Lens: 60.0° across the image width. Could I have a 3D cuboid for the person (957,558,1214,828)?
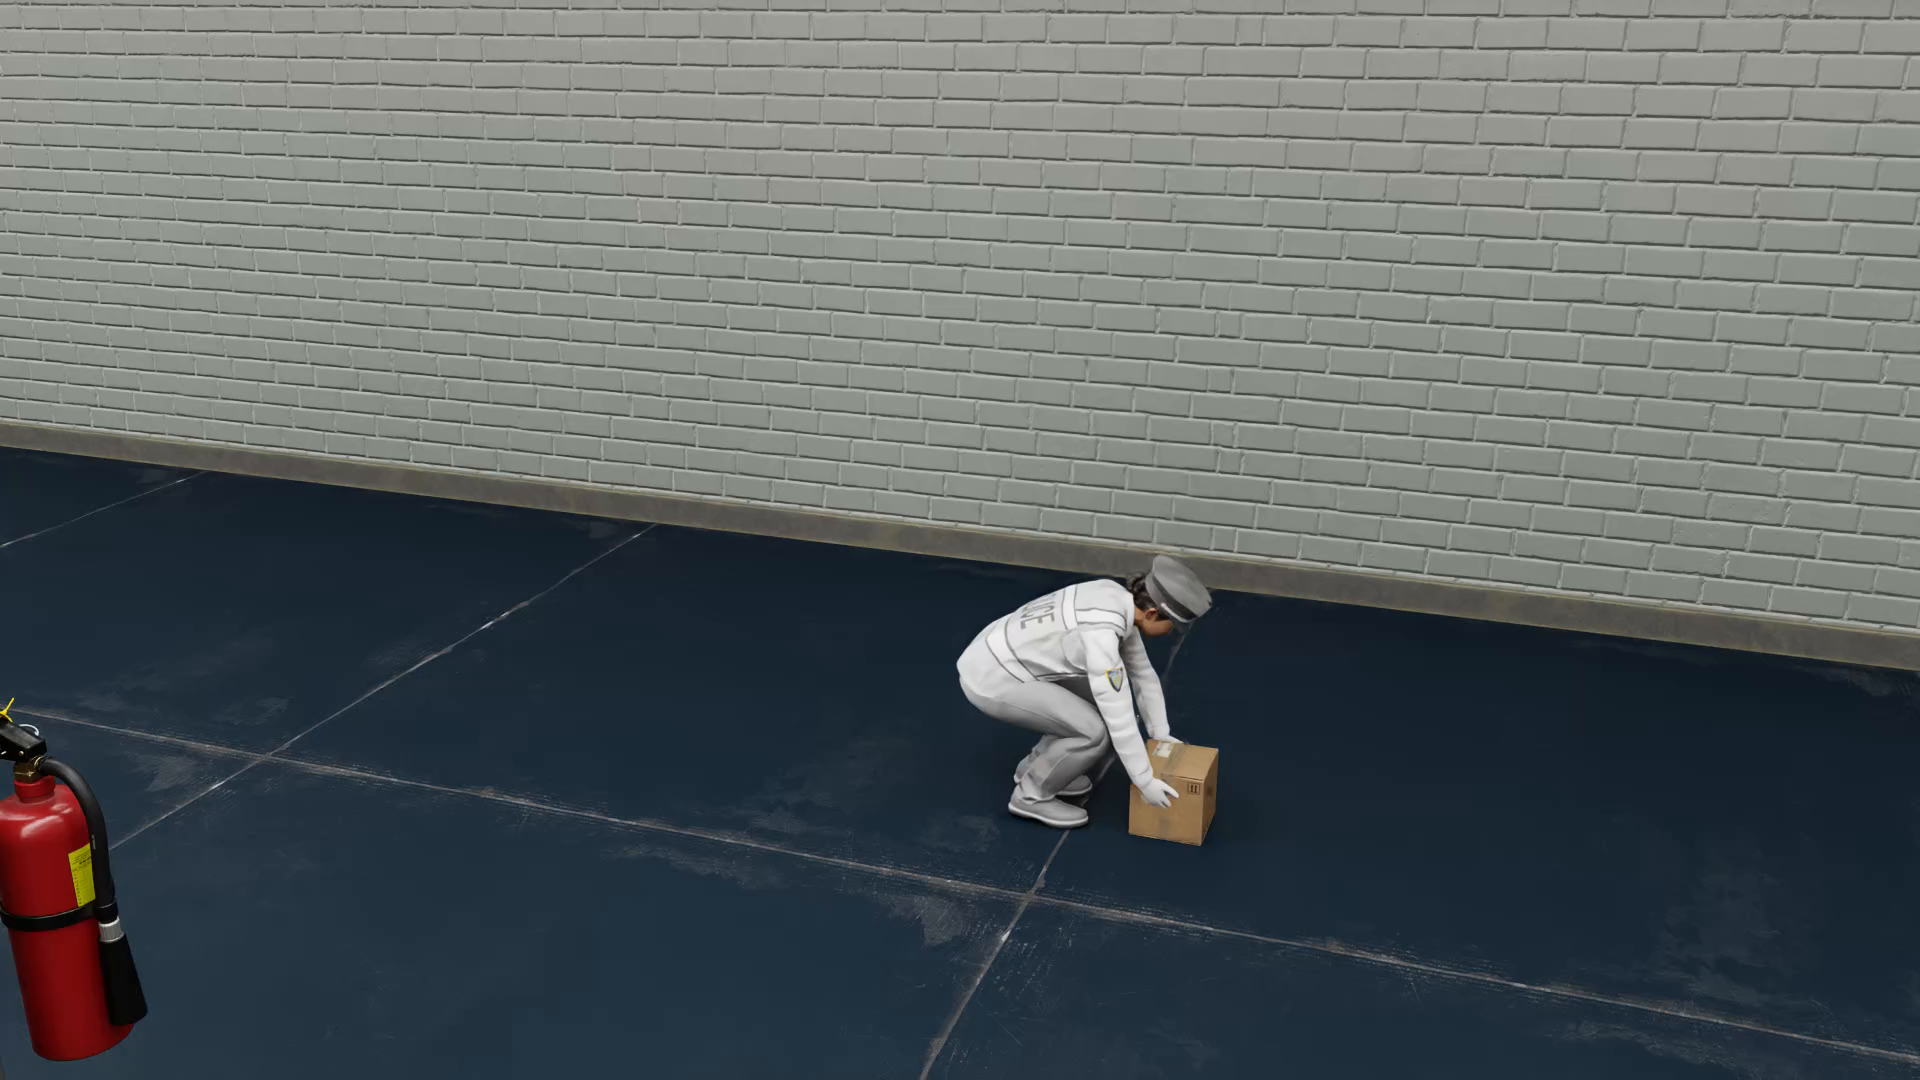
[{"bbox_3d":[0.429,0.503,5.737,0.853,0.928,0.479,6,20,18],"label":"person"}]
